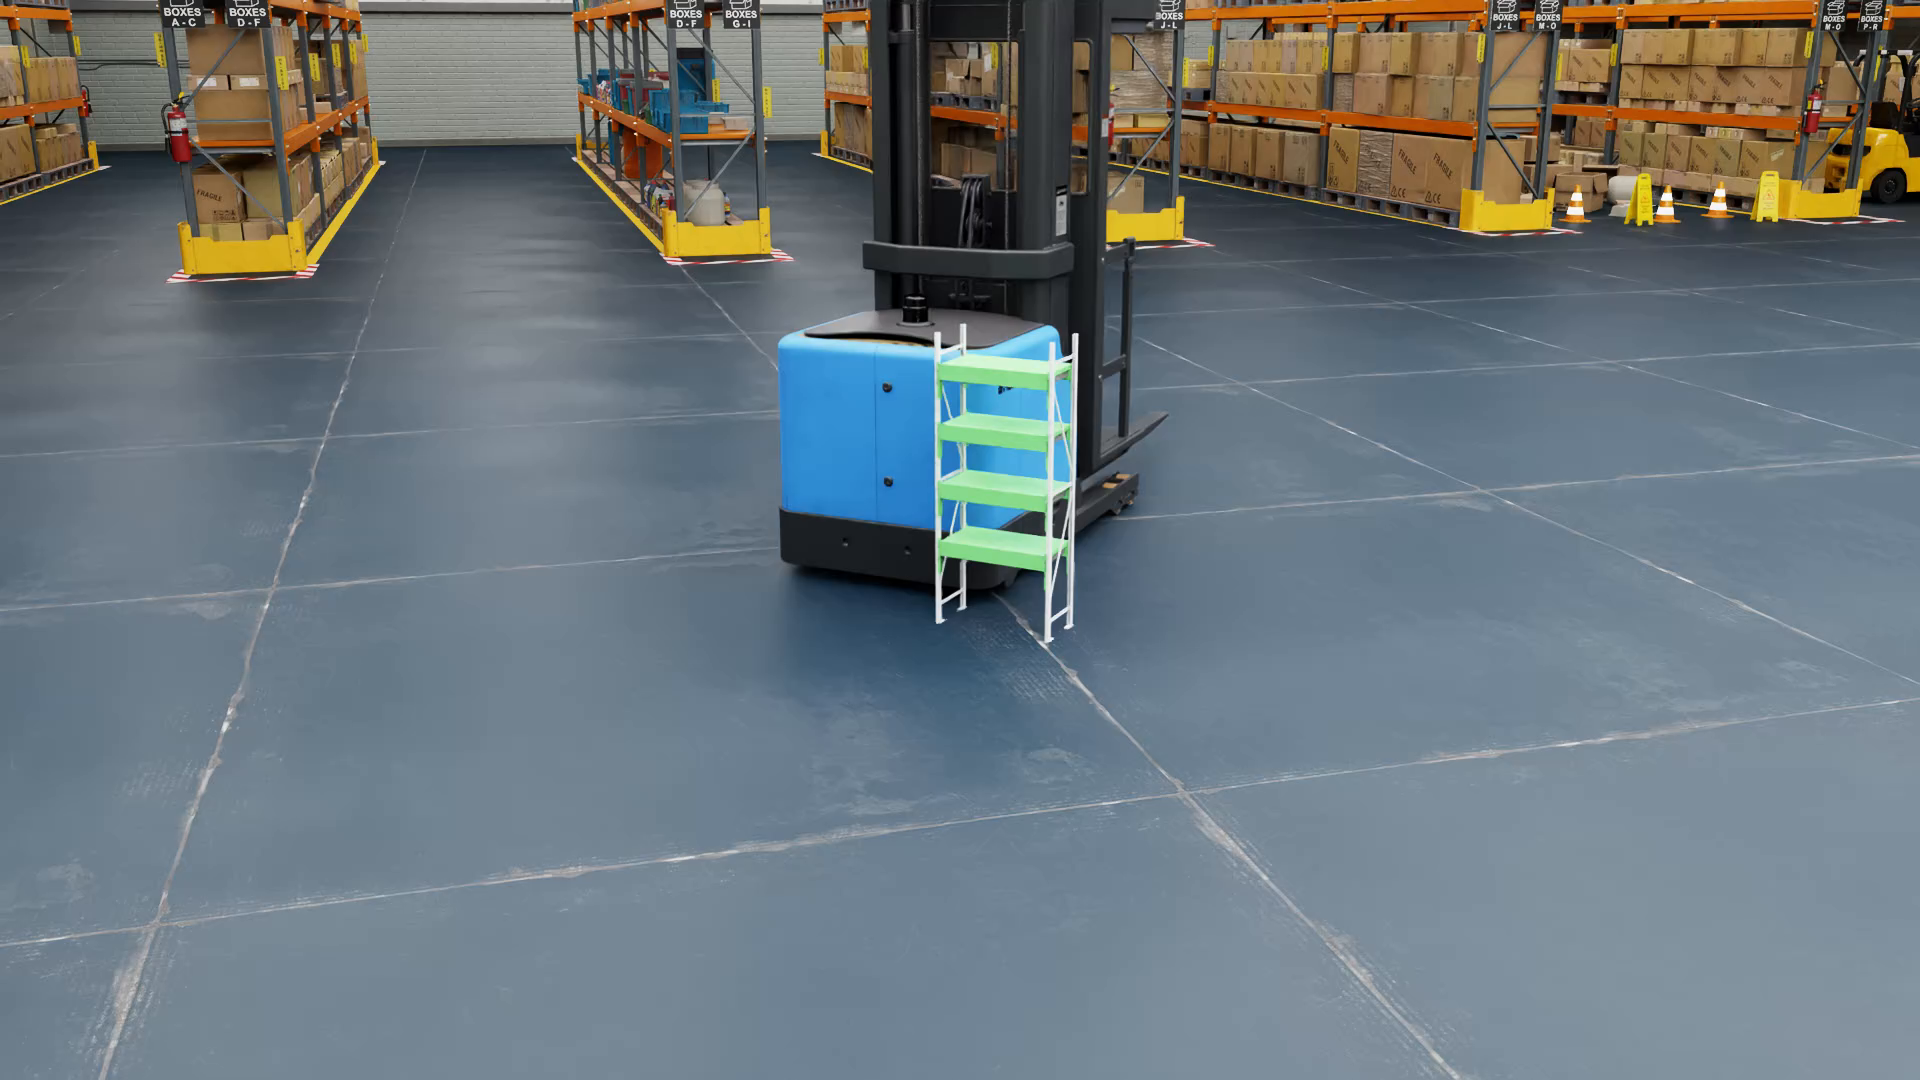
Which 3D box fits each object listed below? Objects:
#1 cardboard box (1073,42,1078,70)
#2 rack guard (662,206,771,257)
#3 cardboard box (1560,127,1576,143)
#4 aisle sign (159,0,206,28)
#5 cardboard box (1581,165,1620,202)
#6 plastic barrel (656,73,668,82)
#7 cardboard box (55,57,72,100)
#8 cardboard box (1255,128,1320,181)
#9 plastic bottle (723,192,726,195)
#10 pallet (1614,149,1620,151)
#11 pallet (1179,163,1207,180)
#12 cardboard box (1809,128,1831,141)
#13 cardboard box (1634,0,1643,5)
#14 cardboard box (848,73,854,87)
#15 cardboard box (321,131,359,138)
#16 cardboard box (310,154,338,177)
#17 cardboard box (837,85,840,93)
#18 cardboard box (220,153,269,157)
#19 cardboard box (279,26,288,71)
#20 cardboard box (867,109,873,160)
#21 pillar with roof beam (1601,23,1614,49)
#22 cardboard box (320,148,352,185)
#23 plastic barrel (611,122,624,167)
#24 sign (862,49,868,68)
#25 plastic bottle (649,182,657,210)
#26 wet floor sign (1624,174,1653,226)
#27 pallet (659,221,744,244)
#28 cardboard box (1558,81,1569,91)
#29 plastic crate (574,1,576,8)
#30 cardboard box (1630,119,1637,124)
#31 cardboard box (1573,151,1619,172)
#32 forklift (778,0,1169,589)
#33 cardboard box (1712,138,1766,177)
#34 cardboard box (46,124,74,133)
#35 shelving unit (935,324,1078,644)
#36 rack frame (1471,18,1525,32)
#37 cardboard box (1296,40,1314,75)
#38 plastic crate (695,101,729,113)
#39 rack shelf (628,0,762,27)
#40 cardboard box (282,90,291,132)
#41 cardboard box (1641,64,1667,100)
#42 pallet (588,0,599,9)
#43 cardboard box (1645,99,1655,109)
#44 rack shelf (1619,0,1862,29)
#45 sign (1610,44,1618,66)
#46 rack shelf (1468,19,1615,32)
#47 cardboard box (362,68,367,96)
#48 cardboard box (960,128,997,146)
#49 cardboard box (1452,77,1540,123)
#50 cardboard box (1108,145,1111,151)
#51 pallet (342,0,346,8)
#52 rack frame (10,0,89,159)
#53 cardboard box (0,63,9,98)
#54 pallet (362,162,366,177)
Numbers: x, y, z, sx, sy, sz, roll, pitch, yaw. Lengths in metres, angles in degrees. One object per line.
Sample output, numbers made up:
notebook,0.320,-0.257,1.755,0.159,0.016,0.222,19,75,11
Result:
cardboard box,1.578,-5.966,20.171,0.500,0.500,0.500,-5,17,-15
rack guard,-2.719,-3.455,18.585,1.175,0.500,0.348,-5,17,-15
cardboard box,13.157,-8.638,35.437,0.500,0.311,0.500,-4,17,-13
aisle sign,-7.681,-5.448,16.356,0.394,0.787,0.004,-5,17,-15
cardboard box,9.525,-5.317,24.778,0.500,0.500,0.500,7,18,23
plastic barrel,-4.125,-6.411,23.845,0.433,0.535,0.433,0,17,0
cardboard box,-16.215,-8.080,29.117,0.980,0.700,0.700,-5,17,-16
cardboard box,5.288,-6.053,26.068,1.050,0.750,0.750,-5,17,-15
plastic bottle,-2.896,-4.135,20.460,0.061,0.283,0.133,-4,17,-14
pallet,13.710,-7.627,32.977,1.003,0.211,1.213,-5,17,-15
pallet,4.494,-6.484,29.172,1.003,0.211,1.213,-5,17,-15
cardboard box,14.950,-6.732,28.549,0.875,0.625,0.625,-5,17,-16
cardboard box,10.387,-8.126,25.013,0.380,0.149,0.250,-5,17,-16
cardboard box,-1.847,-8.802,31.784,0.500,0.250,0.500,-4,17,-14
cardboard box,-11.236,-7.098,29.943,0.797,0.503,0.637,-5,17,-15
cardboard box,-8.949,-5.202,23.129,0.500,0.311,0.500,-5,17,-16
cardboard box,-2.223,-8.924,32.882,0.380,0.149,0.250,-5,17,-16
cardboard box,-8.690,-4.441,20.269,0.500,0.500,0.500,-5,17,-15
cardboard box,-8.111,-5.620,19.017,0.700,0.500,0.500,-5,17,-15
cardboard box,-0.993,-7.354,30.183,1.225,0.875,0.875,-5,17,-15
pillar with roof beam,9.647,-12.319,33.322,9.100,9.000,0.400,-5,17,-15
cardboard box,-9.465,-5.619,25.025,0.500,0.500,0.500,-4,17,-13
plastic barrel,-5.623,-6.803,28.302,0.600,0.901,0.708,-5,17,-15
sign,-1.722,-8.754,30.239,0.100,0.325,0.005,-5,17,-15
plastic bottle,-3.878,-4.375,21.143,0.144,0.351,0.185,-5,18,-18
wet floor sign,8.818,-4.412,21.517,0.267,0.644,0.232,-8,18,-25
pallet,-2.937,-3.542,19.376,1.003,0.211,1.213,-5,17,-15
cardboard box,9.897,-7.331,26.849,0.380,0.149,0.250,-5,17,-15
plastic crate,-7.212,-10.306,32.061,0.497,0.269,0.590,-5,17,-15
cardboard box,13.475,-8.289,32.819,0.380,0.149,0.250,-5,17,-15
cardboard box,10.392,-6.004,26.563,0.950,0.372,0.625,-4,17,-15
forklift,0.272,-1.574,8.098,1.130,2.935,3.031,8,18,24
cardboard box,11.020,-5.398,23.456,0.500,0.500,0.500,-4,17,-13
cardboard box,-16.006,-7.315,29.576,0.380,0.149,0.250,-4,17,-14
shelving unit,0.180,-0.228,6.624,0.503,1.200,0.258,8,19,26
rack frame,9.439,-8.023,29.447,1.000,3.000,0.127,-5,17,-15
cardboard box,5.521,-7.303,25.138,0.700,0.500,0.500,-5,17,-16
plastic crate,-3.187,-5.385,20.925,0.499,0.251,0.616,-5,17,-15
rack shelf,-3.203,-6.280,19.682,1.077,0.370,4.000,-5,17,-15
cardboard box,-7.961,-4.850,18.712,0.700,0.500,0.500,-4,17,-14
cardboard box,10.552,-6.826,24.772,0.500,0.500,0.500,-5,17,-15
pallet,-5.641,-9.091,28.118,1.213,0.211,1.003,-5,17,-15
cardboard box,10.538,-6.547,24.969,0.380,0.149,0.250,-5,17,-16
rack shelf,11.088,-7.455,23.594,1.077,0.370,4.000,-5,17,-15
sign,10.006,-7.426,25.447,0.100,0.325,0.005,-5,17,-15
rack shelf,12.562,-11.168,35.954,1.077,0.370,4.000,-5,17,-15
cardboard box,-11.283,-8.472,30.769,0.500,0.500,0.500,-5,17,-15
cardboard box,0.279,-6.283,25.932,0.500,0.250,0.500,-3,17,-9
cardboard box,6.761,-5.562,20.992,0.875,0.550,0.550,-5,17,-15
cardboard box,3.047,-7.774,32.843,0.380,0.149,0.250,-5,18,-17
pallet,-10.603,-8.724,26.895,1.213,0.211,1.003,-5,17,-15
rack frame,-16.576,-8.277,30.294,1.000,3.000,0.127,-5,17,-15
cardboard box,-14.828,-6.983,25.260,0.500,0.500,0.500,-5,17,-15
pallet,-10.902,-6.418,28.952,1.003,0.211,1.213,-5,17,-15
